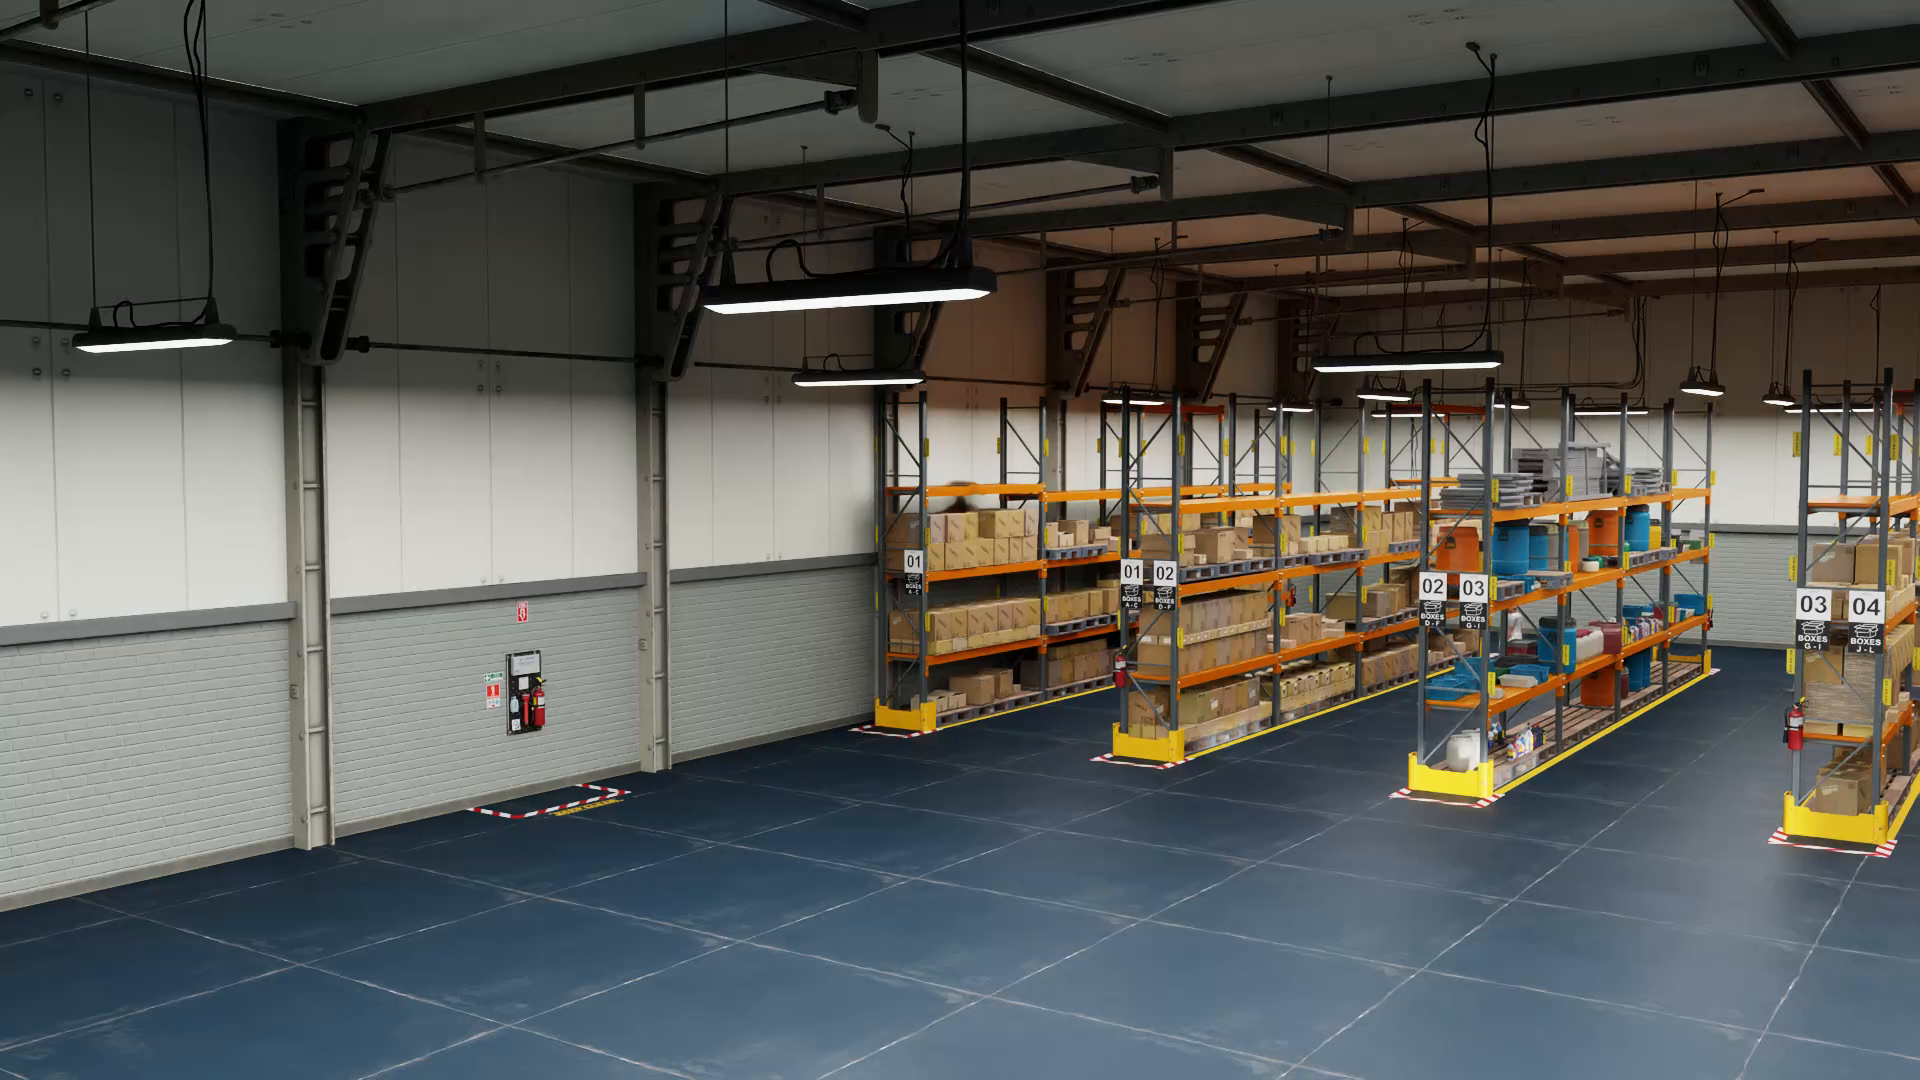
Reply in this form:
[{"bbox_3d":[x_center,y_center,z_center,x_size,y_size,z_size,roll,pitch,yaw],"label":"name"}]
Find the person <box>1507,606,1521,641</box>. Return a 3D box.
[{"bbox_3d":[11.591,2.160,34.951,0.389,1.806,0.632,2,4,37],"label":"person"}]
